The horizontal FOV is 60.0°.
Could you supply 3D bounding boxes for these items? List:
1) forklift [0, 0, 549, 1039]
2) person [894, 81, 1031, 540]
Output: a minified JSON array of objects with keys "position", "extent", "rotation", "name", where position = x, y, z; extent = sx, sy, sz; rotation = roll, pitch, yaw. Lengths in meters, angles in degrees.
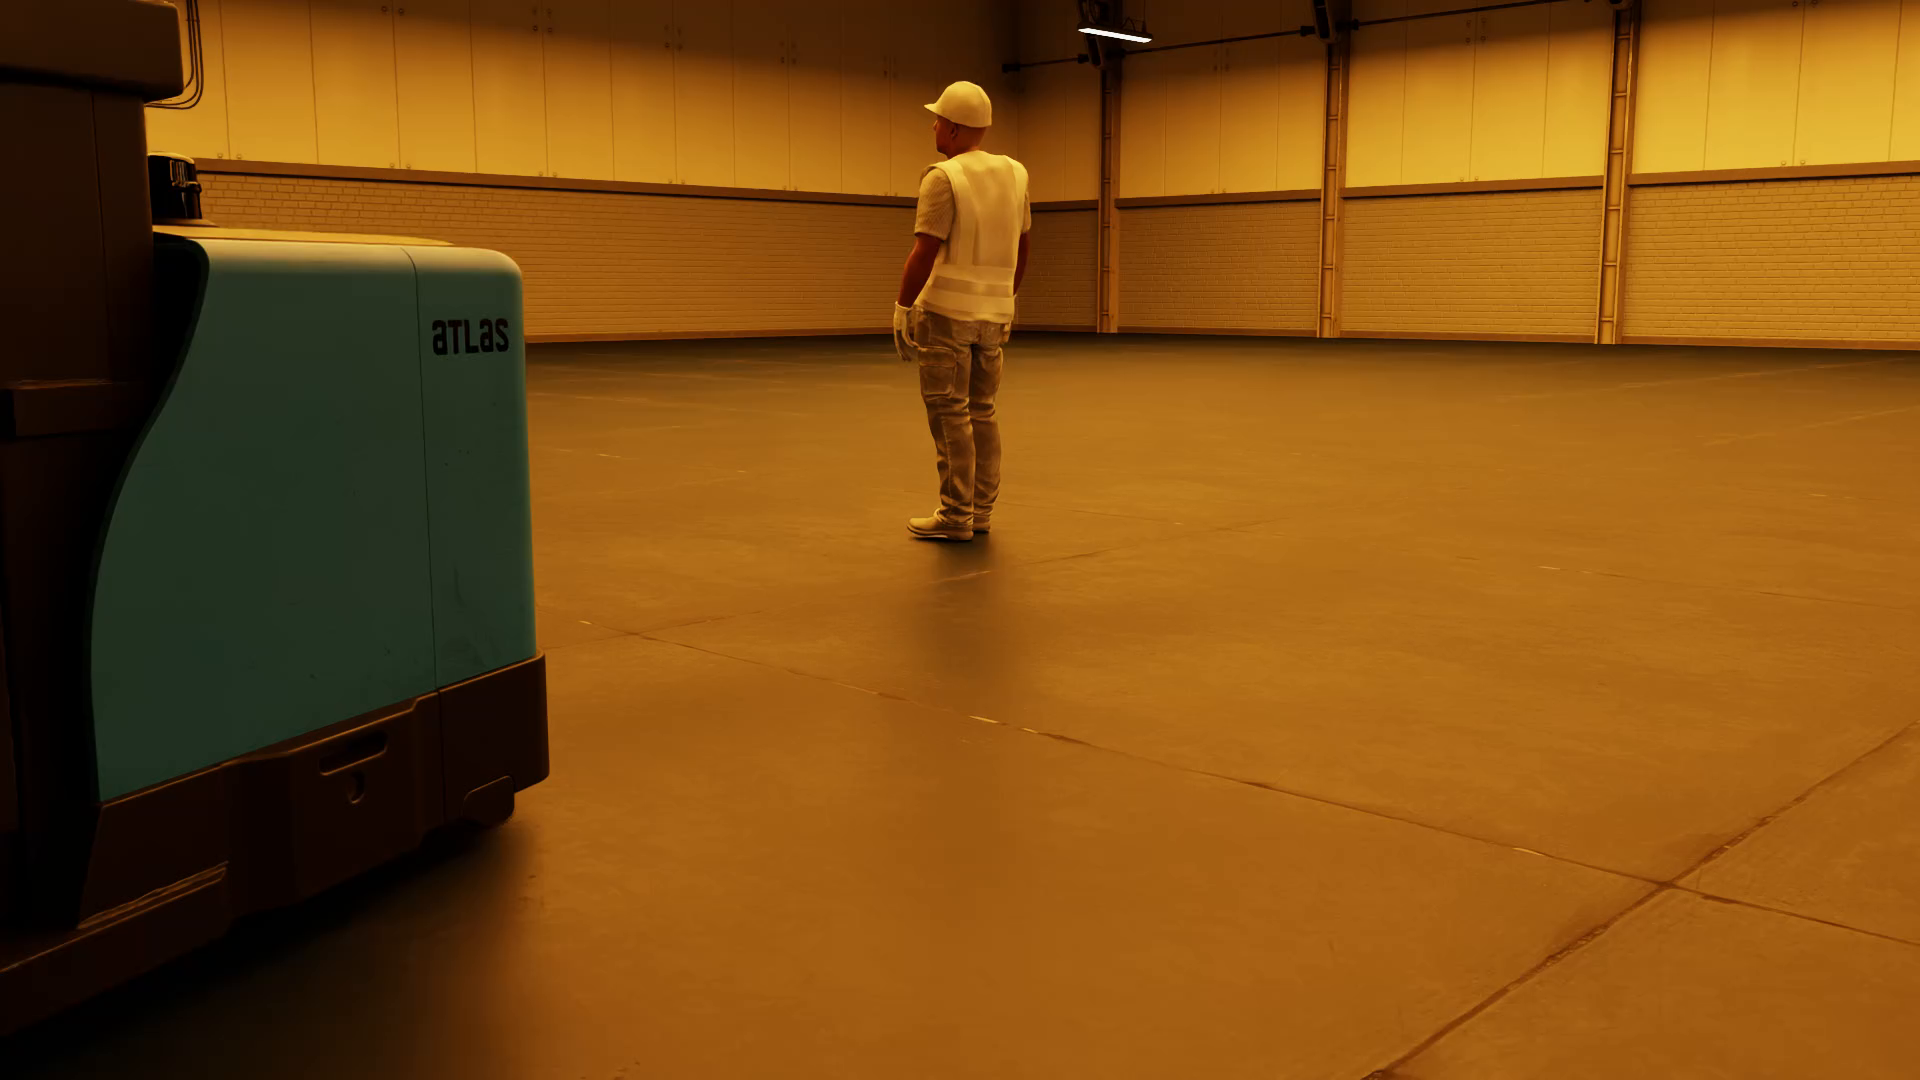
[{"position":[-1.809,-0.750,1.854],"extent":[1.130,2.935,3.031],"rotation":[3,9,21],"name":"forklift"},{"position":[-0.046,-0.898,6.639],"extent":[0.575,1.785,0.657],"rotation":[8,12,43],"name":"person"}]
